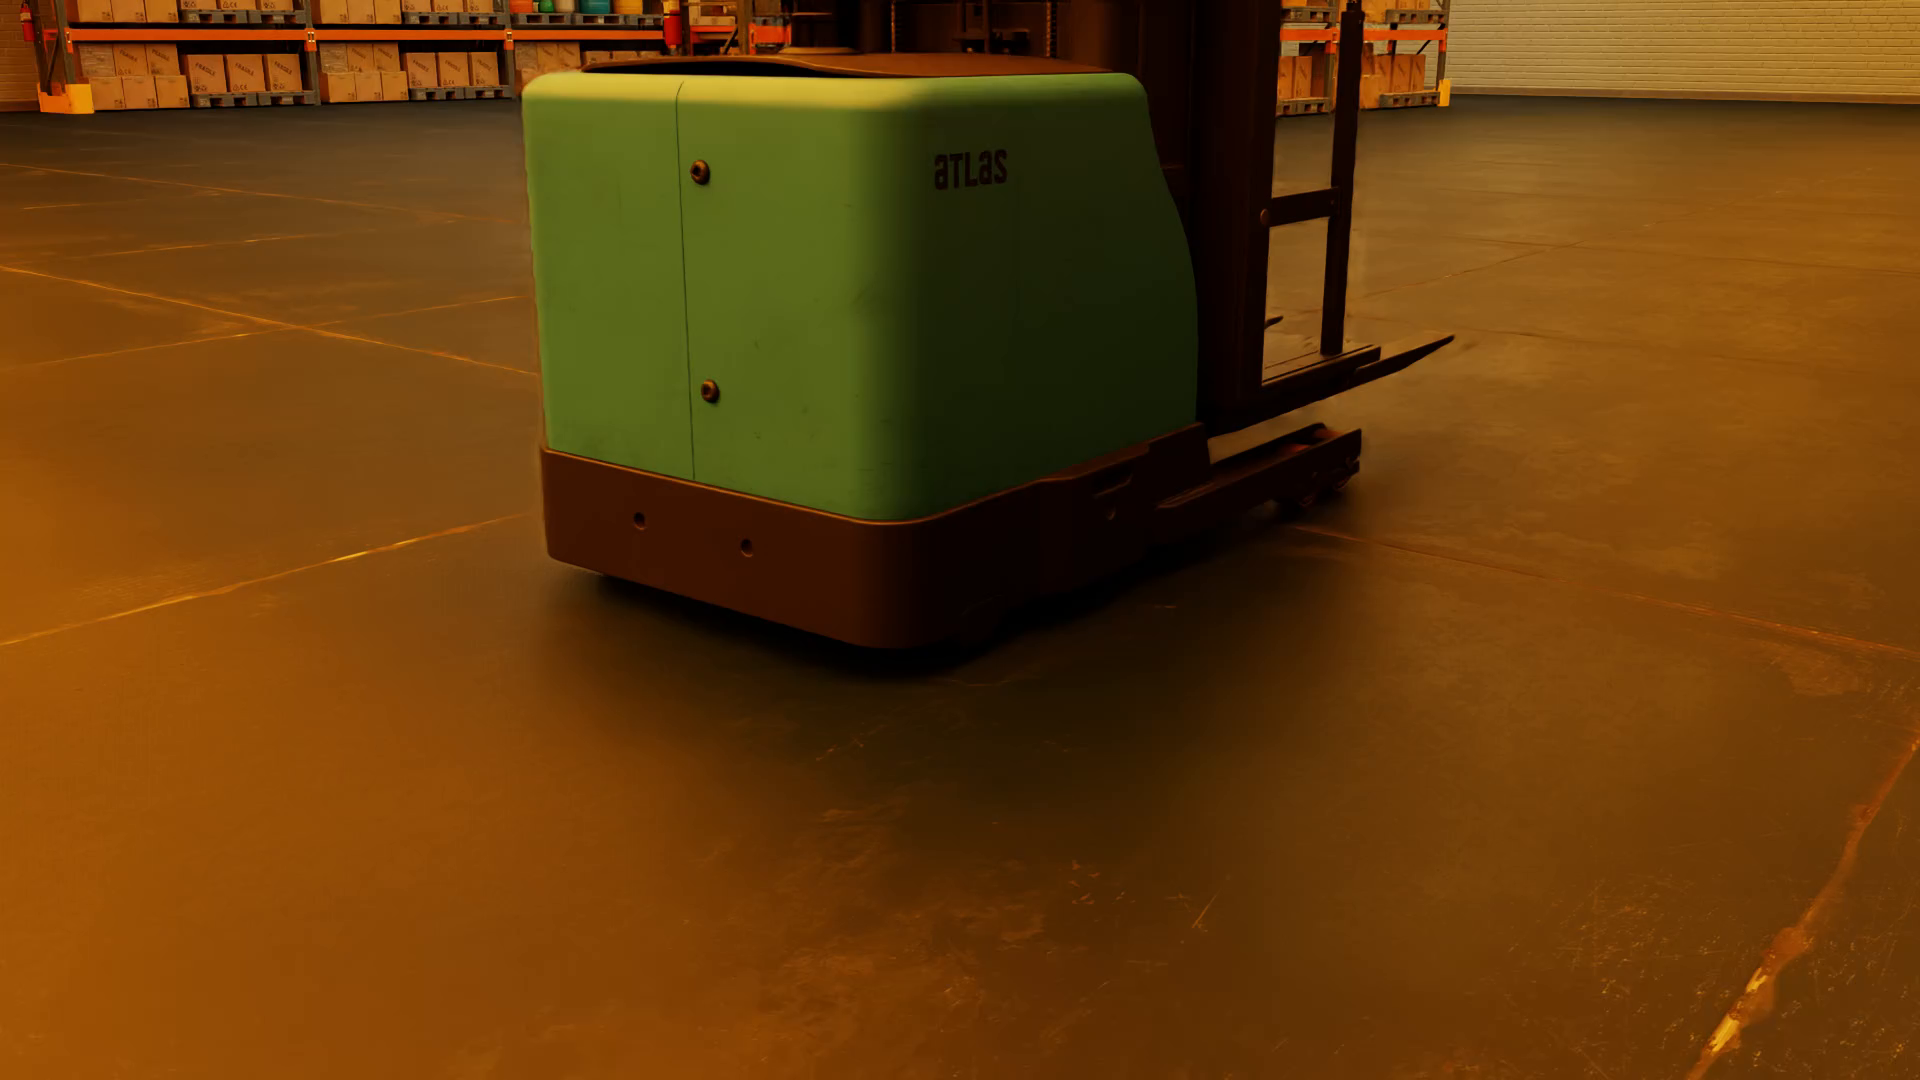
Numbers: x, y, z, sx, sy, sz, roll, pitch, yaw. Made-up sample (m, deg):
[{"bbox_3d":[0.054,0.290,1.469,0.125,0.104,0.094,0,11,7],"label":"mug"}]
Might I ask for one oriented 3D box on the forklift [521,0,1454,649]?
[{"bbox_3d":[0.401,-1.562,4.042,1.130,2.935,3.031,13,21,36],"label":"forklift"}]
